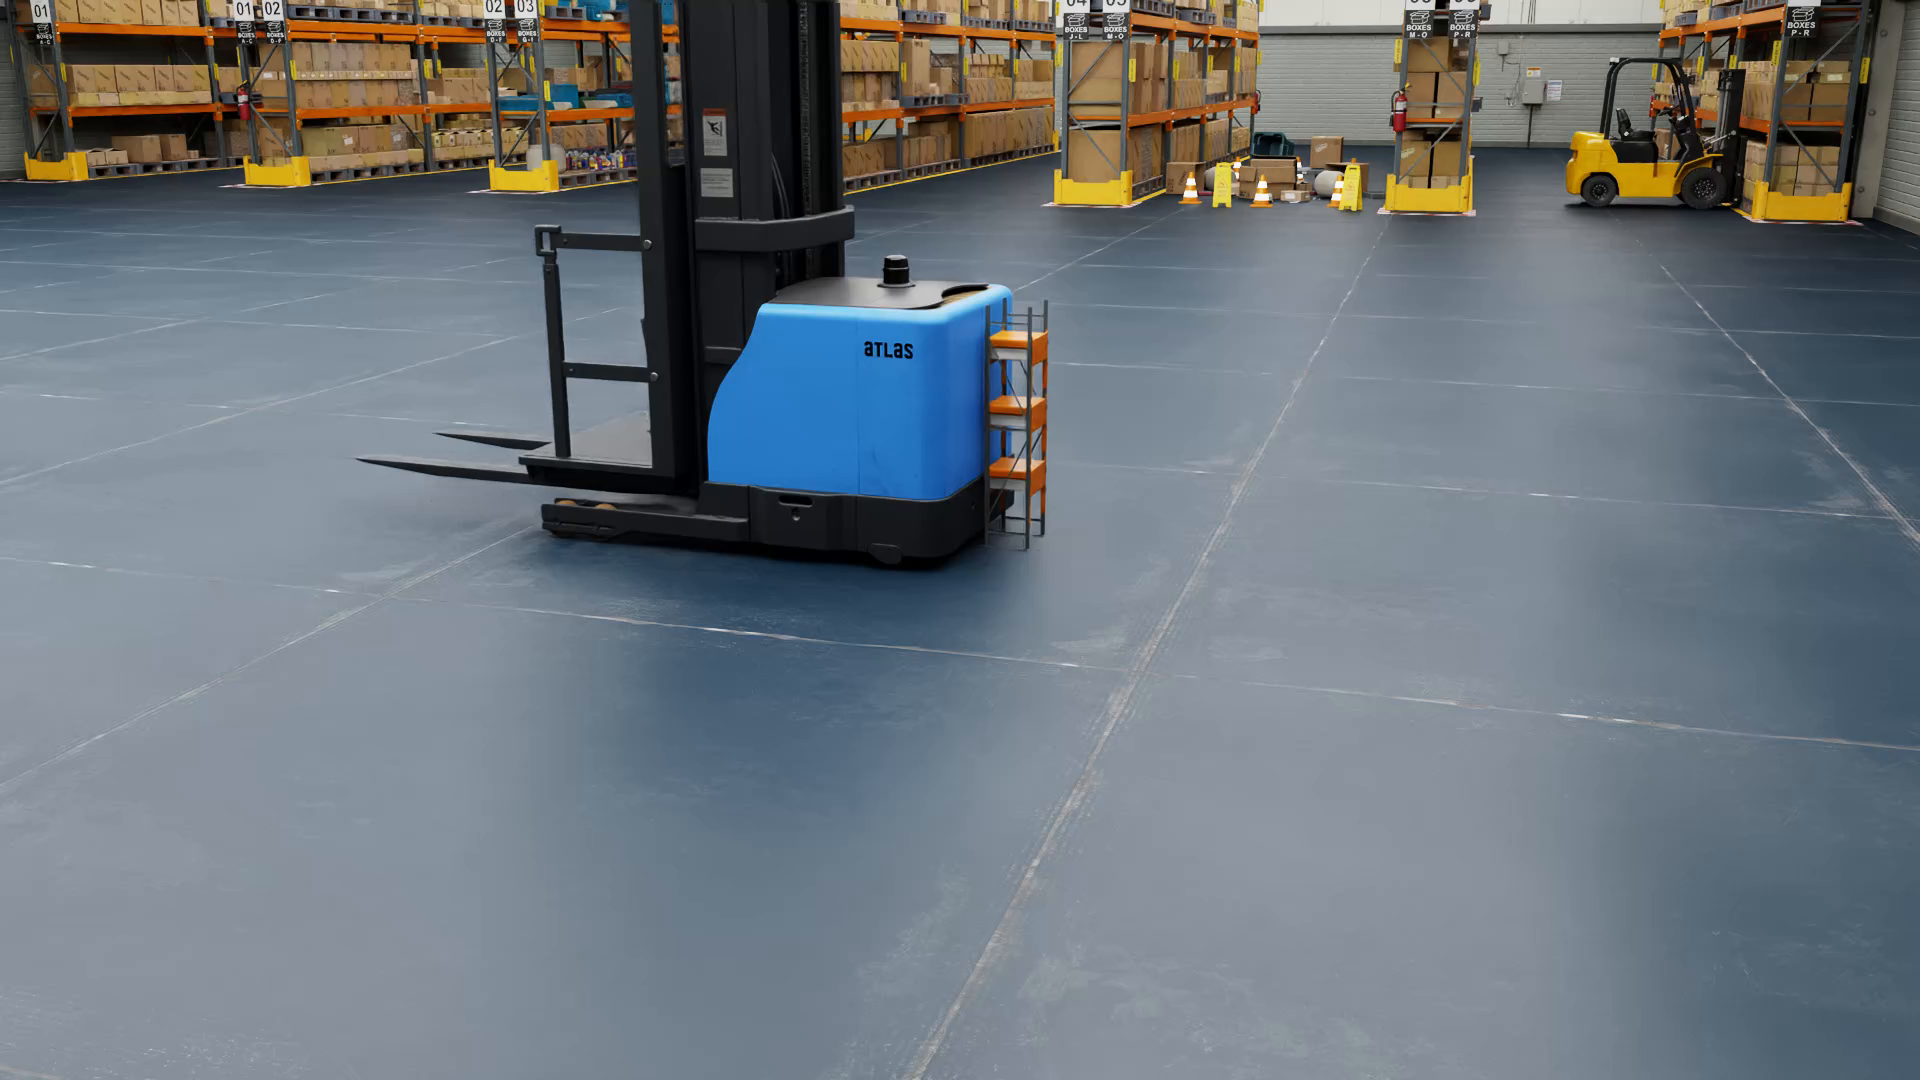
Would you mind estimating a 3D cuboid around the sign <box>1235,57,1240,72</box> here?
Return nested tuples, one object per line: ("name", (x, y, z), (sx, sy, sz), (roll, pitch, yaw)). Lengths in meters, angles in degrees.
("sign", (5.991, -10.276, 35.941), (0.100, 0.325, 0.005), (5, 16, 16))

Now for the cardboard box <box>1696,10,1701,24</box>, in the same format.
("cardboard box", (14.053, -9.760, 31.020), (0.500, 0.250, 0.500), (5, 16, 16))

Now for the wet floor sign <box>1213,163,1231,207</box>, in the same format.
("wet floor sign", (3.938, -5.328, 24.932), (0.267, 0.644, 0.232), (2, 16, 6))

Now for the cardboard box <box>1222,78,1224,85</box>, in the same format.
("cardboard box", (5.387, -9.733, 35.291), (0.380, 0.149, 0.250), (5, 17, 18))

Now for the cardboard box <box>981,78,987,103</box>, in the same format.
("cardboard box", (0.280, -9.550, 35.317), (0.500, 0.500, 0.500), (4, 16, 15))

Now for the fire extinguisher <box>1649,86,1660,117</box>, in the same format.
("fire extinguisher", (15.728, -9.924, 37.646), (0.296, 0.674, 0.183), (5, 16, 16))

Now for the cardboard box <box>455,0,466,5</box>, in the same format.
("cardboard box", (-12.905, -13.606, 42.254), (0.500, 0.500, 0.500), (4, 16, 15))

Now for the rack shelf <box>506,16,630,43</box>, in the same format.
("rack shelf", (-6.860, -9.037, 29.516), (1.077, 0.370, 4.000), (5, 16, 16))

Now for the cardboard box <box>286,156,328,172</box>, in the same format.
("cardboard box", (-11.810, -6.804, 30.091), (0.500, 0.250, 0.500), (5, 16, 16))

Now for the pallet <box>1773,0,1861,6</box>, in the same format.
("pallet", (11.808, -7.464, 22.813), (1.003, 0.211, 1.213), (5, 16, 16))

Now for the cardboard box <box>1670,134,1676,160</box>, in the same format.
("cardboard box", (14.639, -7.910, 33.533), (0.500, 0.500, 0.500), (5, 17, 18))

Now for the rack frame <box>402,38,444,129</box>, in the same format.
("rack frame", (-13.516, -11.325, 41.759), (1.000, 3.000, 0.127), (5, 16, 16))

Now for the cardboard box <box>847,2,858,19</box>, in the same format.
("cardboard box", (-2.009, -8.775, 27.546), (0.500, 0.250, 0.500), (5, 16, 16))

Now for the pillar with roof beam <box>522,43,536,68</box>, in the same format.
("pillar with roof beam", (-8.314, -15.697, 46.180), (9.100, 9.000, 0.400), (5, 16, 16))

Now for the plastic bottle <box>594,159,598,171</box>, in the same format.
("plastic bottle", (-6.585, -6.760, 29.986), (0.097, 0.201, 0.097), (0, 16, 0))

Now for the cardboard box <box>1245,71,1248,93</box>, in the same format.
("cardboard box", (6.276, -10.464, 37.997), (0.500, 0.500, 0.500), (5, 17, 19))

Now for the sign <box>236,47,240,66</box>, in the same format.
("sign", (-12.692, -8.519, 29.311), (0.100, 0.325, 0.005), (5, 16, 16))

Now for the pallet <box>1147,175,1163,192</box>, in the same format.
("pallet", (2.893, -6.134, 28.569), (1.003, 0.211, 1.213), (5, 16, 16))

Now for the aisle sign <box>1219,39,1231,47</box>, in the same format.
("aisle sign", (6.328, -12.101, 39.731), (0.394, 0.787, 0.004), (5, 16, 16))

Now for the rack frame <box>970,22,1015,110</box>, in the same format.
("rack frame", (0.731, -10.172, 37.696), (1.000, 3.000, 0.127), (5, 16, 16))

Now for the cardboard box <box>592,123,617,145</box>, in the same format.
("cardboard box", (-8.631, -9.799, 40.156), (0.500, 0.500, 0.500), (5, 16, 16))

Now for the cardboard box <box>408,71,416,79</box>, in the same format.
("cardboard box", (-10.911, -9.121, 32.618), (0.380, 0.149, 0.250), (5, 16, 16))

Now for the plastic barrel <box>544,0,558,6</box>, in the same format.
("plastic barrel", (-7.226, -9.461, 28.576), (0.600, 0.588, 0.600), (0, 16, 0))

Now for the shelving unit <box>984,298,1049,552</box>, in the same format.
("shelving unit", (0.241, -0.497, 7.156), (0.215, 1.050, 0.252), (5, 17, 18))

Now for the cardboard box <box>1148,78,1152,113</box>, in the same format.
("cardboard box", (2.635, -7.219, 27.008), (0.875, 0.550, 0.500), (5, 16, 16))

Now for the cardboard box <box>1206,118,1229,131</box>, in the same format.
("cardboard box", (5.488, -8.907, 35.673), (0.500, 0.250, 0.500), (4, 16, 14))

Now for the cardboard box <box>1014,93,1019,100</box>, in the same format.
("cardboard box", (1.134, -10.103, 37.913), (0.380, 0.149, 0.250), (5, 16, 16))

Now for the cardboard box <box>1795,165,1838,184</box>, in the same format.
("cardboard box", (11.915, -5.107, 23.191), (0.500, 0.250, 0.500), (5, 17, 17))

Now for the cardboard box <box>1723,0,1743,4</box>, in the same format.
("cardboard box", (13.127, -9.278, 27.910), (0.500, 0.500, 0.500), (5, 17, 17))

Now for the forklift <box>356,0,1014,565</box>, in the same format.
("forklift", (-1.325, -1.531, 7.356), (3.031, 2.935, 1.130), (5, 17, 19))

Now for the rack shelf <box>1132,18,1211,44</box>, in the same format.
("rack shelf", (3.753, -9.289, 30.402), (1.077, 0.370, 4.000), (5, 16, 16))

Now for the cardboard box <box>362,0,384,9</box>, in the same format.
("cardboard box", (-11.120, -10.103, 31.390), (0.380, 0.149, 0.250), (5, 16, 16))

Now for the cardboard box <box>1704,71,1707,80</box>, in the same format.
("cardboard box", (13.483, -8.273, 29.628), (0.380, 0.149, 0.250), (5, 17, 18))

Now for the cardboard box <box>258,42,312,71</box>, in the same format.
("cardboard box", (-12.016, -8.609, 29.625), (0.700, 0.500, 0.500), (5, 16, 16))

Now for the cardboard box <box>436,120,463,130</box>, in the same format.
("cardboard box", (-13.206, -10.512, 42.705), (0.700, 0.500, 0.500), (5, 17, 17))

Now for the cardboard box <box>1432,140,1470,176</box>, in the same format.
("cardboard box", (7.323, -5.700, 24.825), (0.500, 0.500, 0.500), (4, 16, 14))

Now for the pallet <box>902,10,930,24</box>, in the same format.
("pallet", (-1.265, -9.585, 30.474), (1.213, 0.211, 1.003), (5, 16, 16))

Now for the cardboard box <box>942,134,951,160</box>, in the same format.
("cardboard box", (-0.577, -7.958, 33.665), (0.700, 0.500, 0.500), (4, 16, 13))

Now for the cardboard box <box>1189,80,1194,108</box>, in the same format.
("cardboard box", (4.023, -8.229, 30.661), (0.500, 0.500, 0.500), (5, 17, 17))

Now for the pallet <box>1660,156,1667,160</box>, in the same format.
("pallet", (15.188, -7.858, 34.647), (1.003, 0.211, 1.213), (5, 16, 16))

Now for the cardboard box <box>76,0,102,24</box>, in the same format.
("cardboard box", (-16.405, -9.892, 30.991), (0.500, 0.500, 0.500), (6, 17, 20))

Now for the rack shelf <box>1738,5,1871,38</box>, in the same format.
("rack shelf", (12.151, -7.501, 24.098), (1.077, 0.370, 4.000), (5, 16, 16))

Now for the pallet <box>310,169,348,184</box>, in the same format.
("pallet", (-11.999, -6.664, 30.437), (1.003, 0.211, 1.213), (5, 16, 16))

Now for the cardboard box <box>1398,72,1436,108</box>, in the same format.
("cardboard box", (6.712, -6.619, 24.440), (0.500, 0.500, 0.500), (4, 16, 15))

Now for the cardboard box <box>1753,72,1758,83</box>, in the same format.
("cardboard box", (11.918, -6.821, 24.509), (0.380, 0.149, 0.250), (4, 16, 15))

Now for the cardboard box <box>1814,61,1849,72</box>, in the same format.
("cardboard box", (11.882, -6.455, 22.673), (0.380, 0.149, 0.250), (4, 16, 15))

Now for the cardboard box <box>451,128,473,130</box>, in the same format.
("cardboard box", (-10.621, -8.659, 35.601), (0.500, 0.311, 0.500), (4, 16, 14))

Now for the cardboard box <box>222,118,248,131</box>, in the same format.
("cardboard box", (-15.475, -8.911, 35.649), (0.500, 0.250, 0.500), (4, 16, 15))

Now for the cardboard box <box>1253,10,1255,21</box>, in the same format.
("cardboard box", (6.563, -12.145, 38.513), (0.500, 0.250, 0.500), (4, 16, 14))

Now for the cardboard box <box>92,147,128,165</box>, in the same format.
("cardboard box", (-16.482, -7.427, 32.137), (0.500, 0.311, 0.500), (6, 17, 20))

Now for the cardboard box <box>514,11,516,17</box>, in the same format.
("cardboard box", (-9.811, -11.503, 36.707), (0.910, 0.500, 0.500), (5, 16, 16))

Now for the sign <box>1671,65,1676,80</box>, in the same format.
("sign", (14.470, -9.477, 33.657), (0.100, 0.325, 0.005), (5, 16, 16))

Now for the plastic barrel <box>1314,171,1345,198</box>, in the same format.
("plastic barrel", (5.958, -5.683, 26.589), (0.421, 0.421, 0.512), (-10, 19, -32))

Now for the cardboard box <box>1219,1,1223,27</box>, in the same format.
("cardboard box", (5.011, -10.597, 33.514), (0.500, 0.500, 0.500), (5, 16, 16))

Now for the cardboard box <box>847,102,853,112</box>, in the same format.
("cardboard box", (-2.021, -7.296, 28.015), (0.380, 0.149, 0.250), (5, 16, 16))

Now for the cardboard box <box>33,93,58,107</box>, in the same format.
("cardboard box", (-16.980, -8.260, 31.192), (0.500, 0.250, 0.500), (5, 17, 17))
